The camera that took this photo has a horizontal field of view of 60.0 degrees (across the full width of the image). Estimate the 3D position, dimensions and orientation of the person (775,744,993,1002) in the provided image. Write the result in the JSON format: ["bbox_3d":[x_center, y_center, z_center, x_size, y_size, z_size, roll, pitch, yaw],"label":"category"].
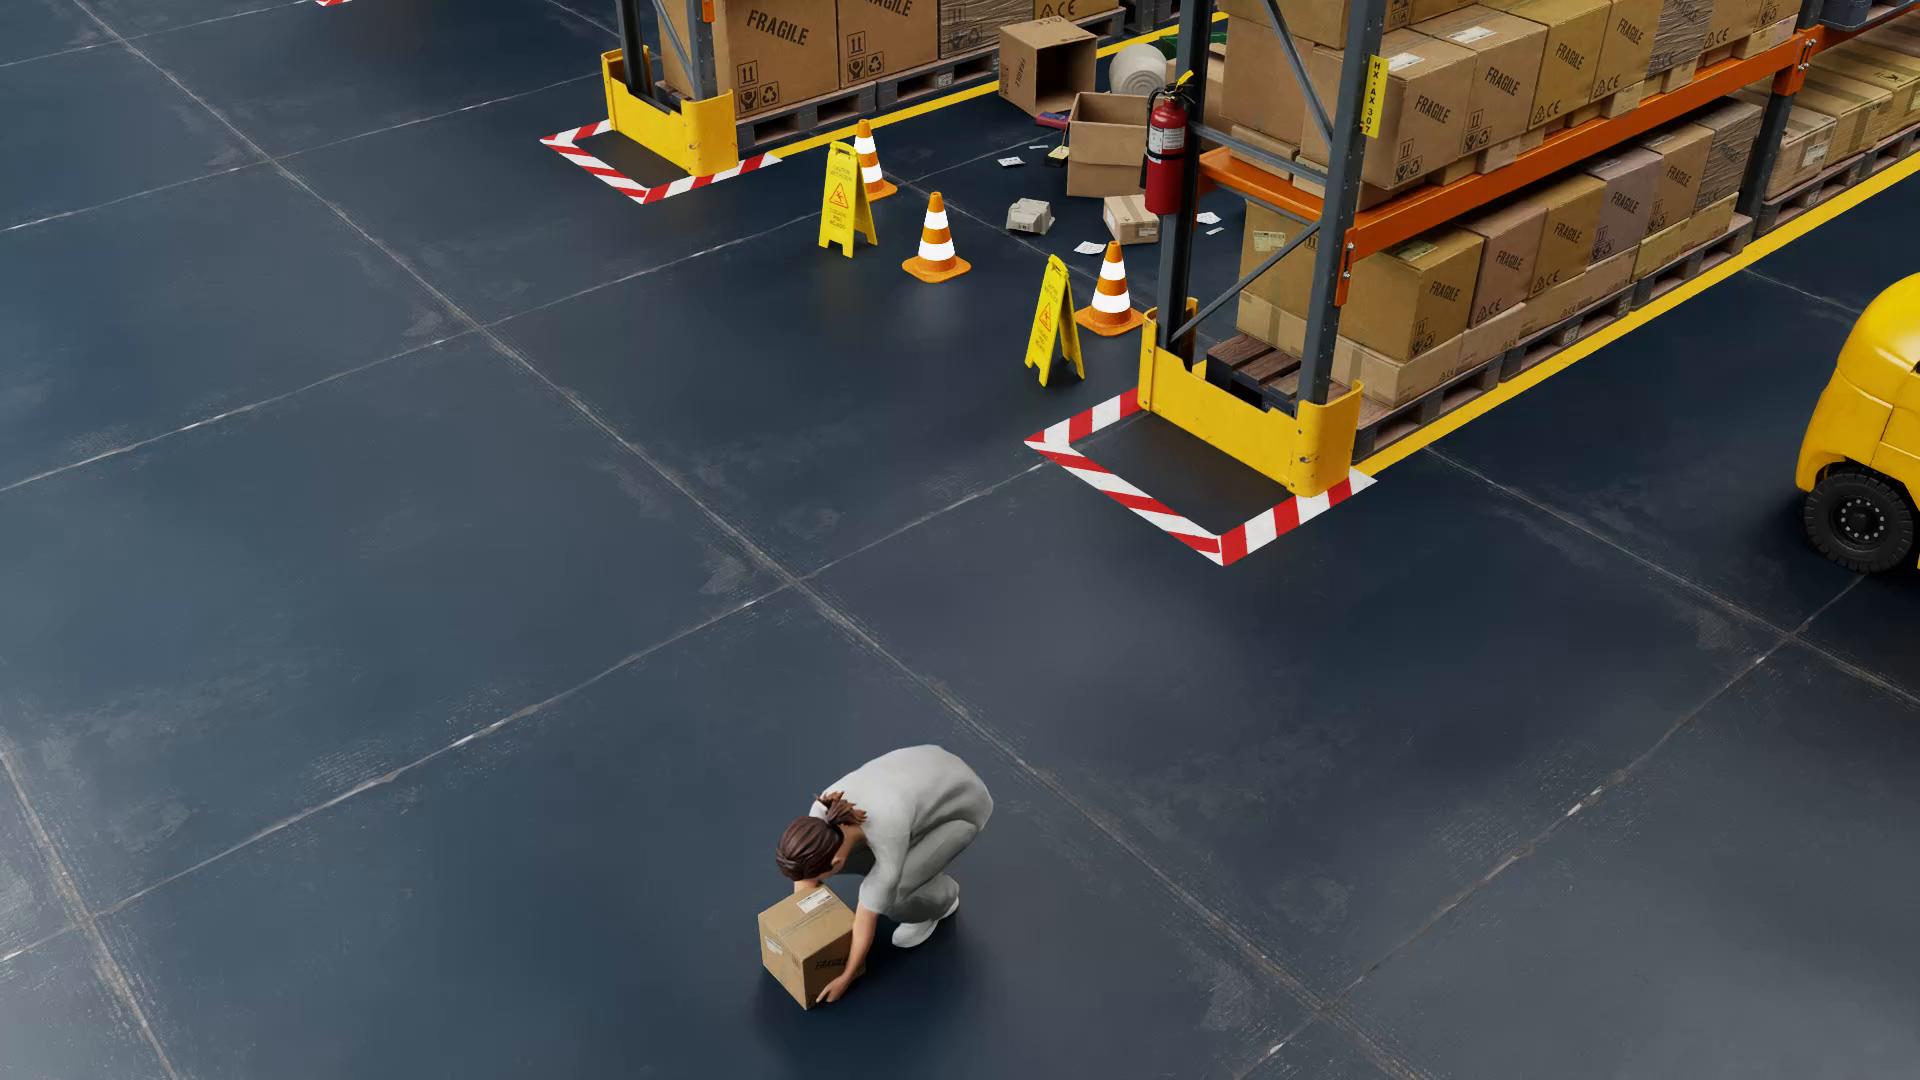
[{"bbox_3d":[-0.263,1.053,5.553,0.839,0.794,0.458,-27,44,-32],"label":"person"}]
